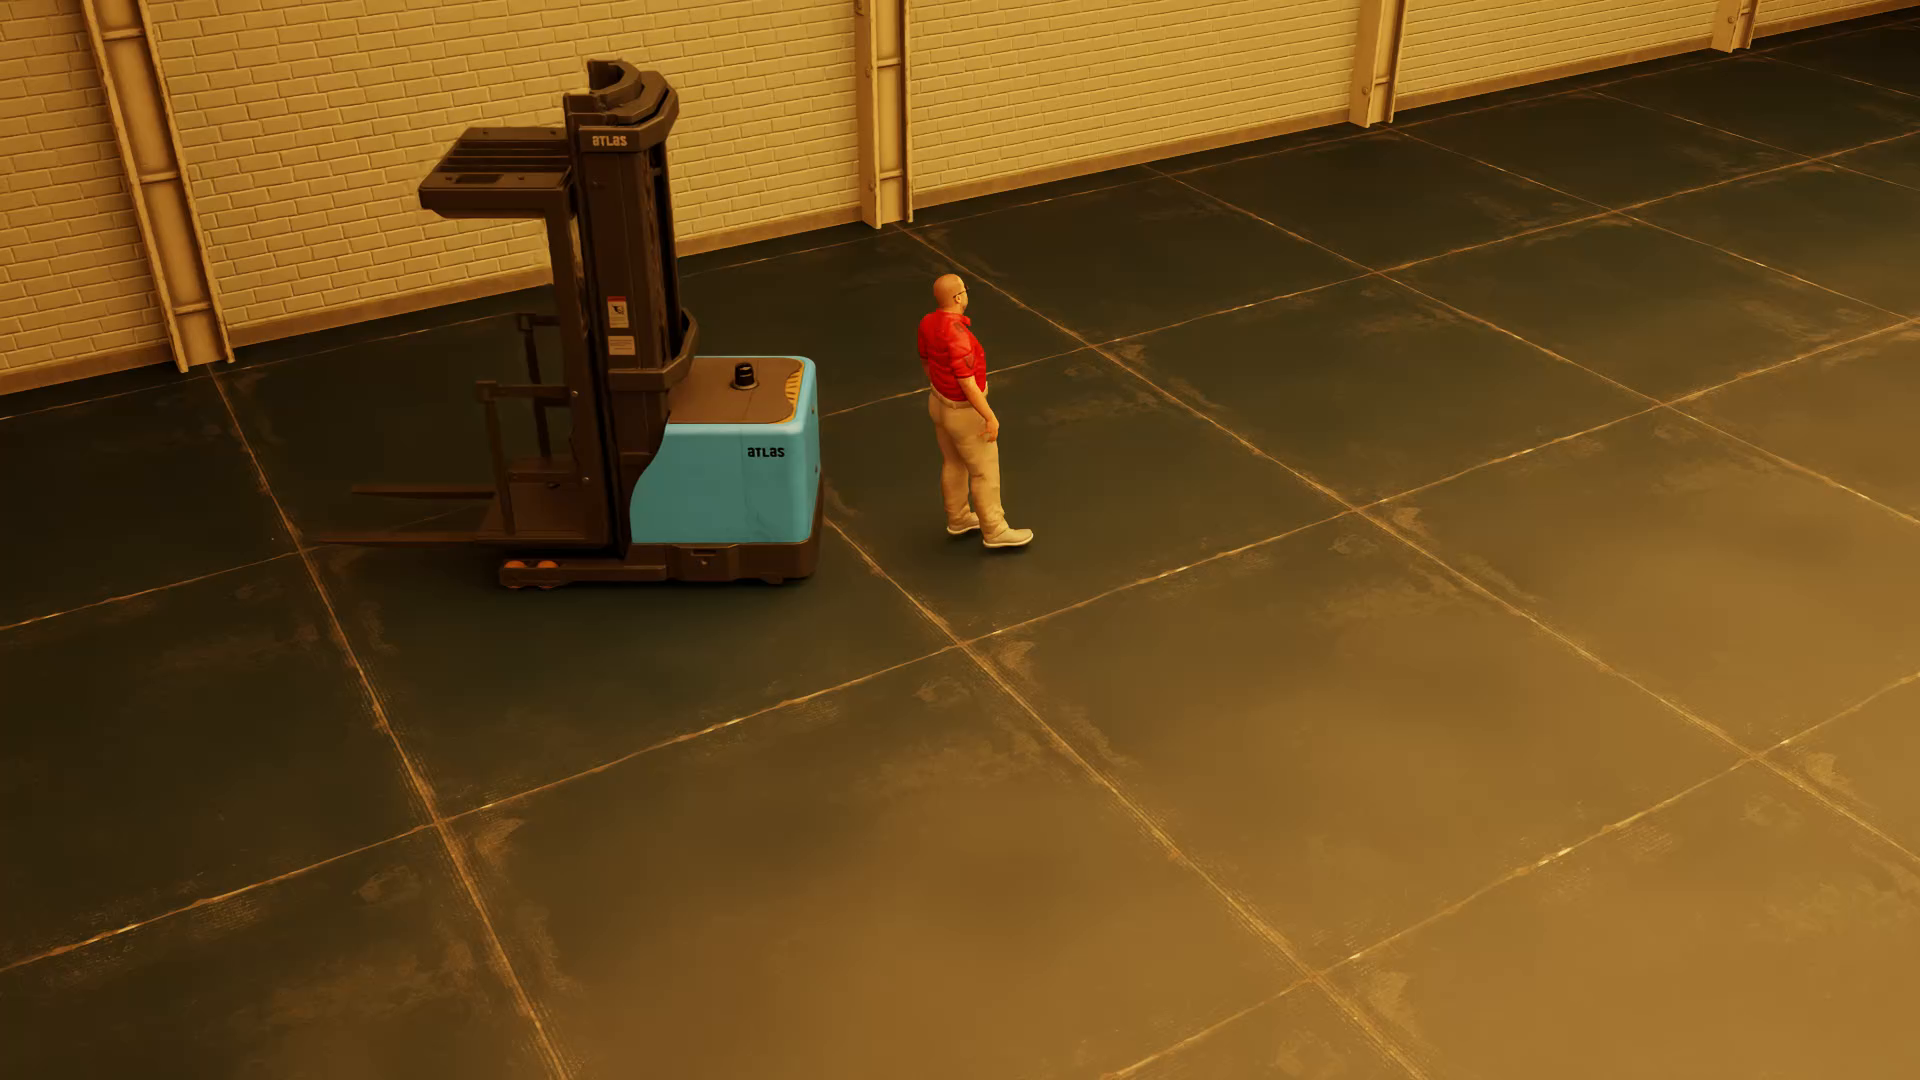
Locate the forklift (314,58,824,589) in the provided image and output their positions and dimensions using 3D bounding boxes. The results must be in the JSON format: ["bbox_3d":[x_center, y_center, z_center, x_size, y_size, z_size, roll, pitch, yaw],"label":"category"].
[{"bbox_3d":[-2.396,-1.236,9.711,3.031,2.935,1.130,0,31,0],"label":"forklift"}]

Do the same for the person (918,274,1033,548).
[{"bbox_3d":[0.083,-0.800,10.062,0.551,1.727,0.640,-17,35,-26],"label":"person"}]
